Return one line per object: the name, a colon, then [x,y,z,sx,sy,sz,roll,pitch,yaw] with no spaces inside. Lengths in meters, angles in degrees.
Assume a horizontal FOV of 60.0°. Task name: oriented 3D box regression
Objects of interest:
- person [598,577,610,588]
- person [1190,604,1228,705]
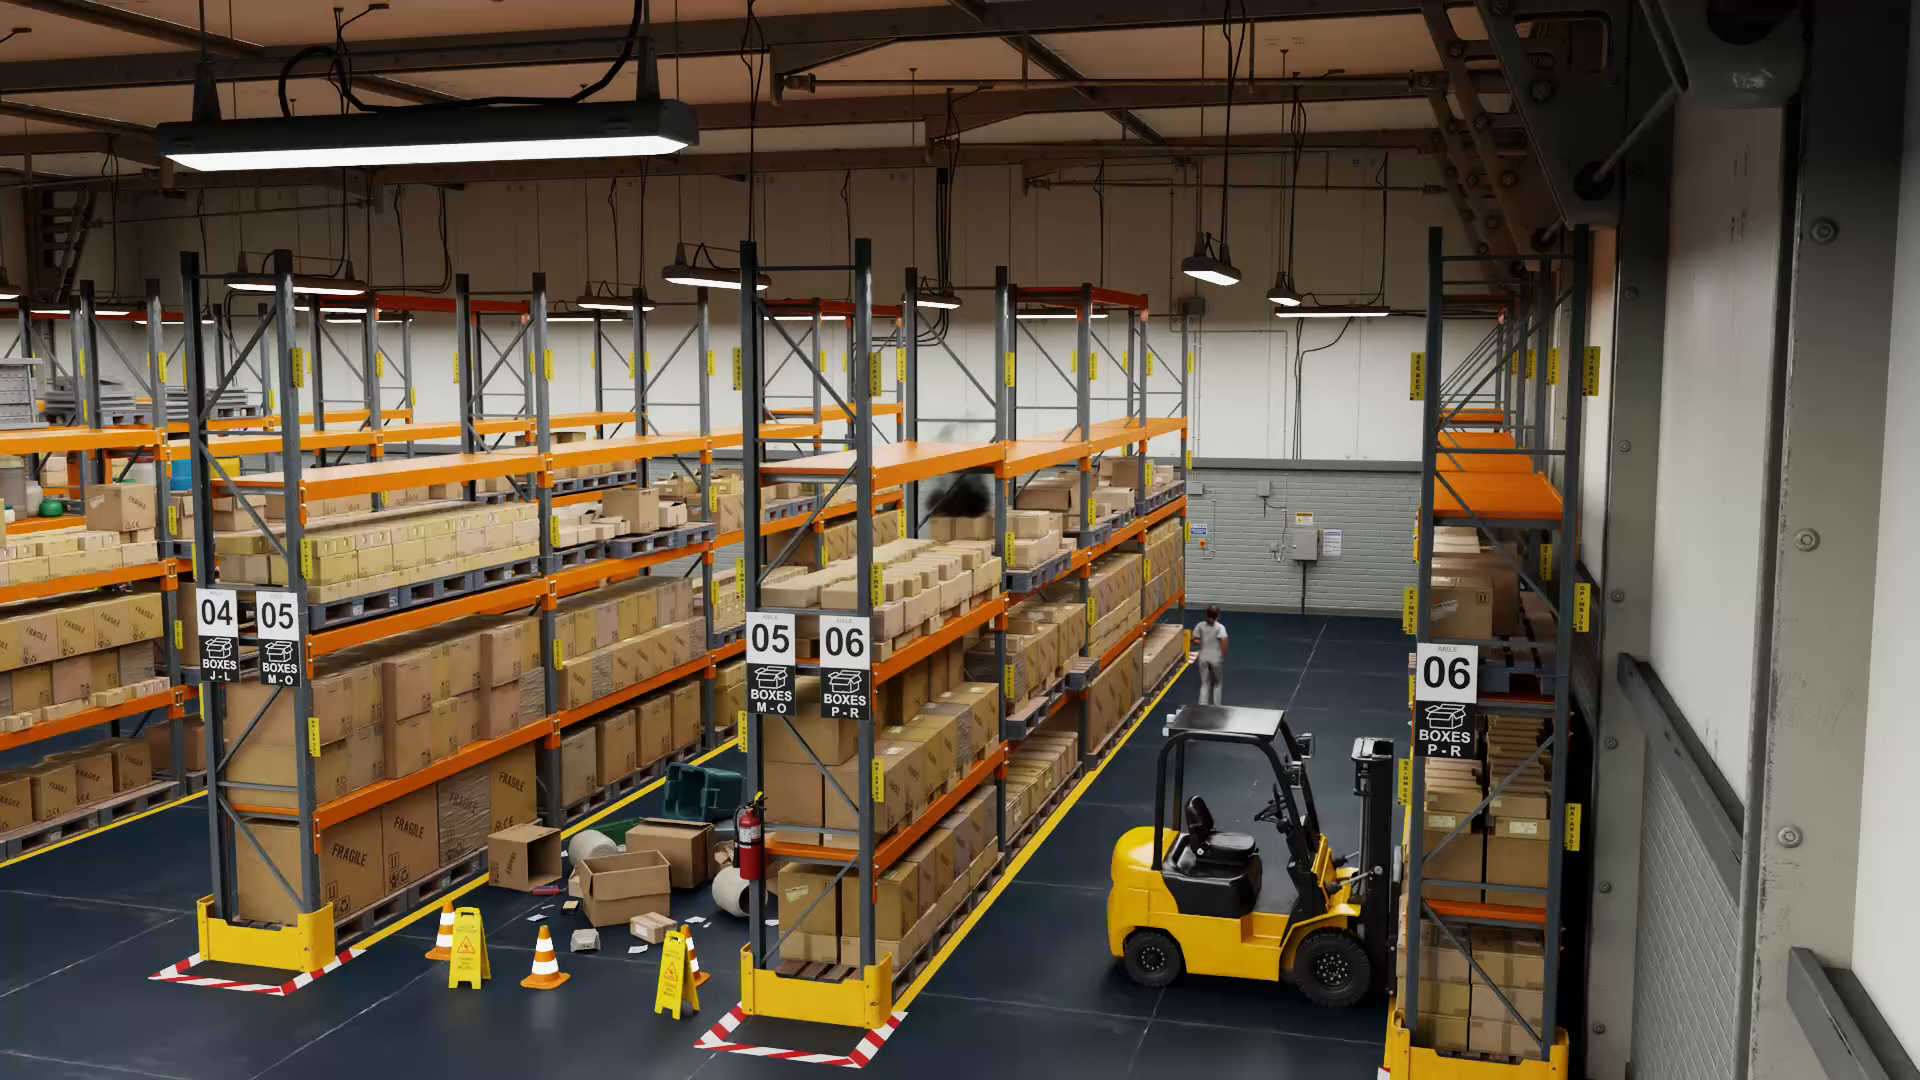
person: [-5.653,1.367,26.756,0.603,1.655,0.893,2,7,18]
person: [3.456,1.766,23.145,0.576,1.728,0.735,3,7,22]
